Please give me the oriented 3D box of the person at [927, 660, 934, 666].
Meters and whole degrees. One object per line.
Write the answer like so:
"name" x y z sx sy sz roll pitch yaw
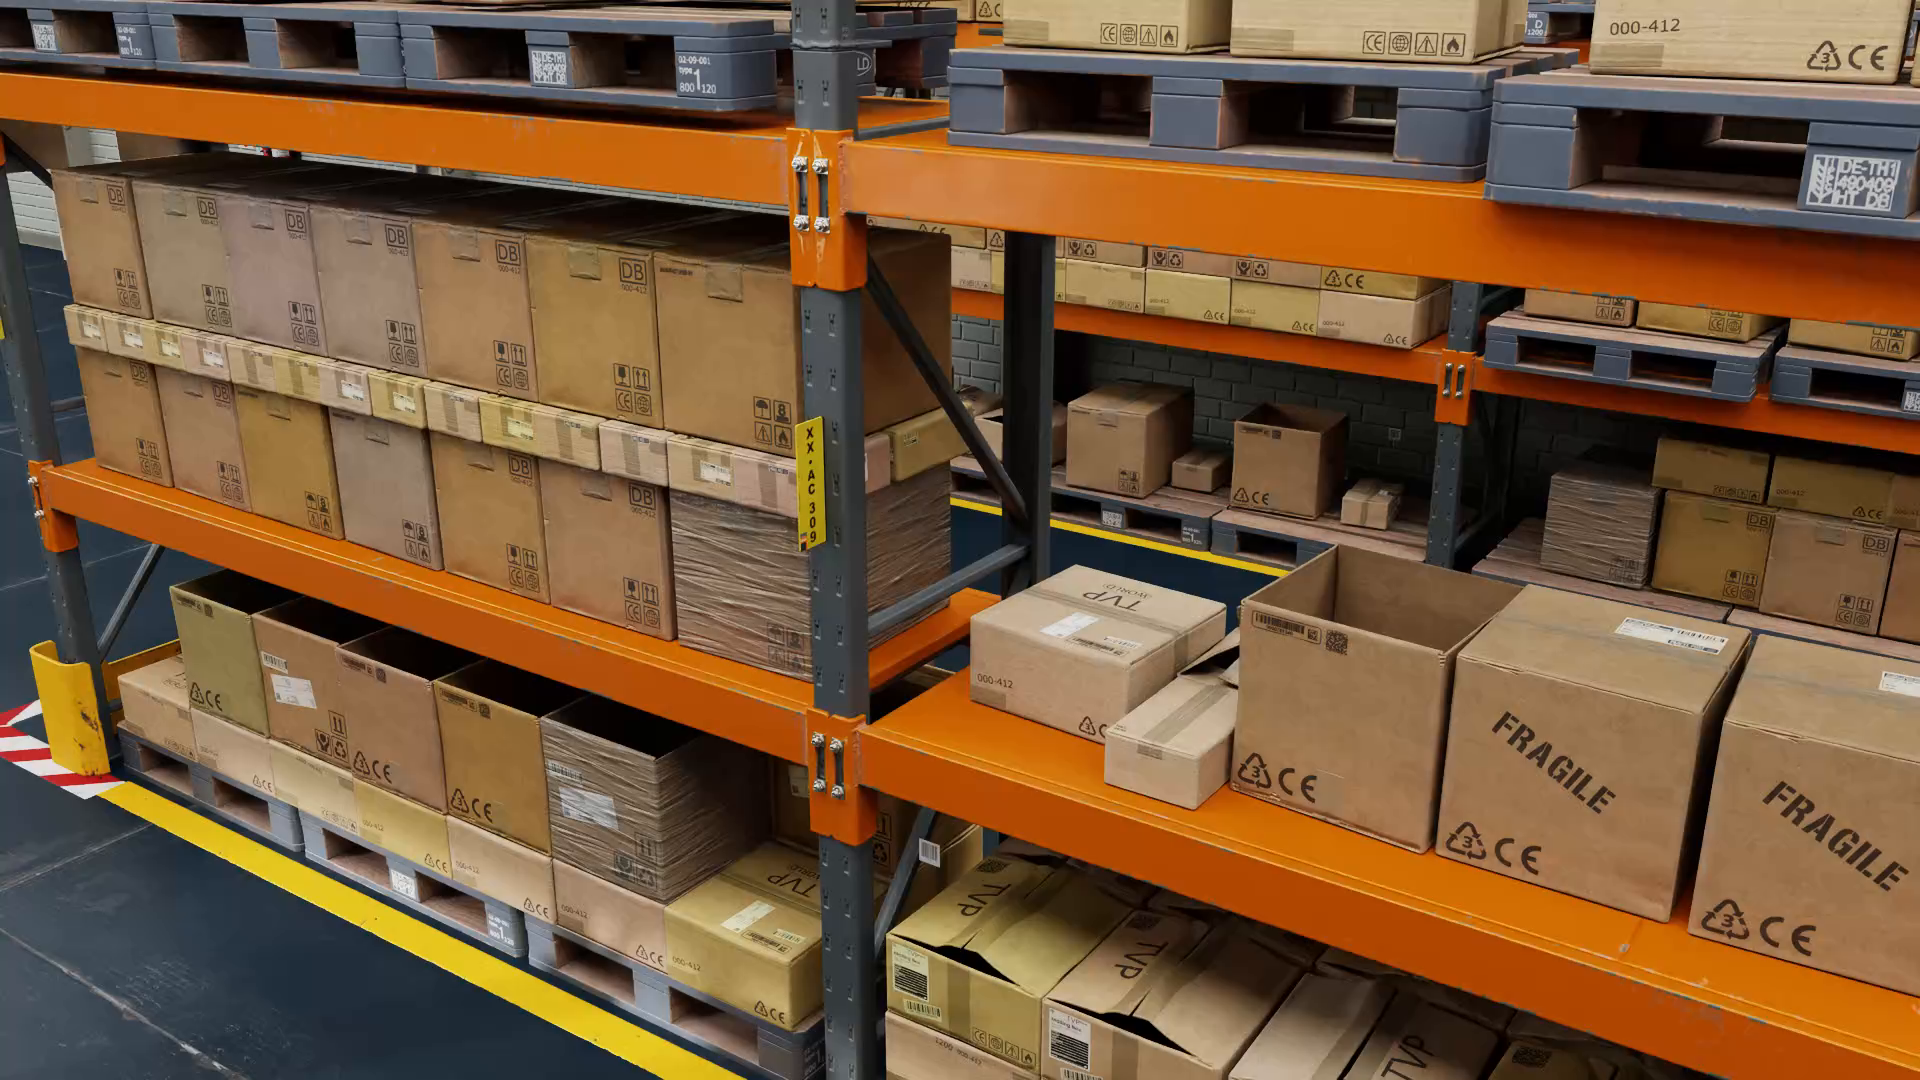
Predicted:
"person" -0.280 0.078 6.860 0.354 1.672 0.505 12 23 31
